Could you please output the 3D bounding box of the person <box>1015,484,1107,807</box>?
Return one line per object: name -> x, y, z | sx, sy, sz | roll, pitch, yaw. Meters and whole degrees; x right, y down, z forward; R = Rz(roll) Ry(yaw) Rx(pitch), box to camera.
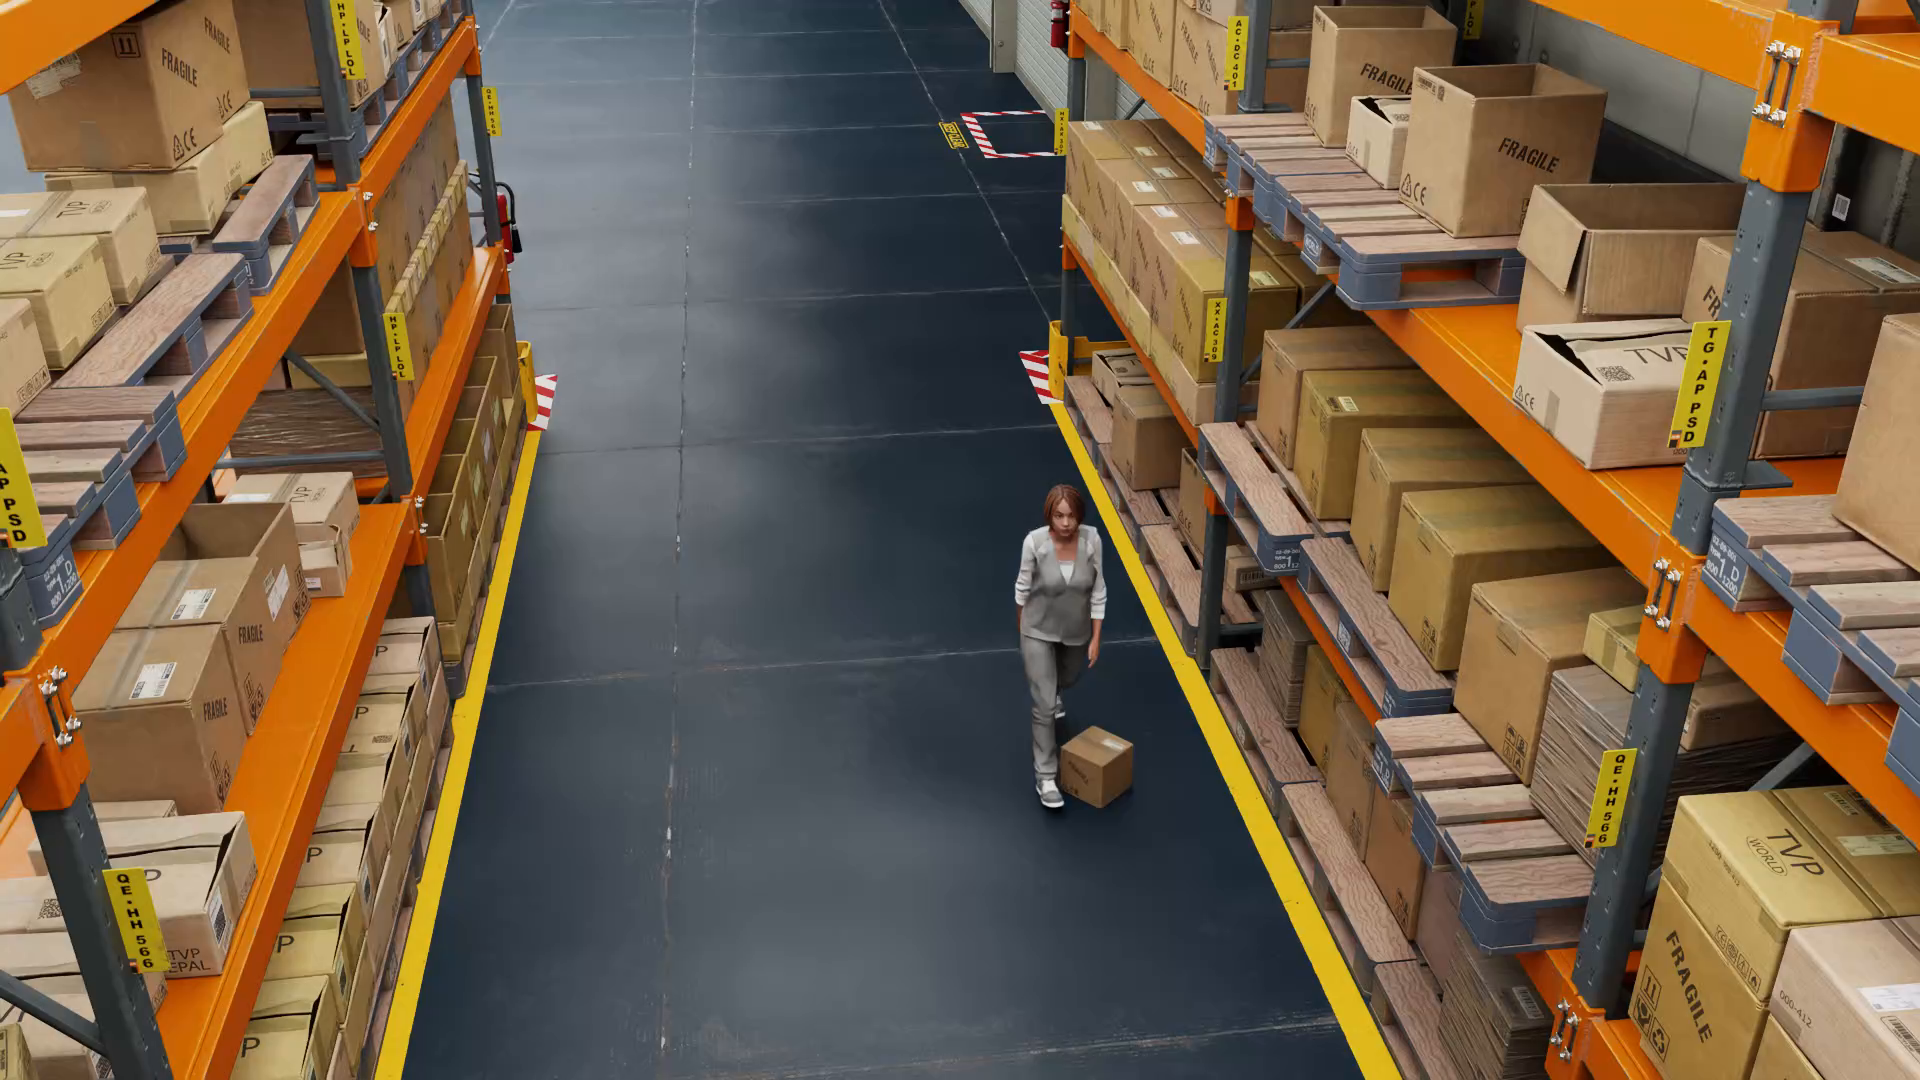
person -> 0.454, 0.396, 7.877 | 0.405, 1.554, 0.912 | -6, 28, -11
